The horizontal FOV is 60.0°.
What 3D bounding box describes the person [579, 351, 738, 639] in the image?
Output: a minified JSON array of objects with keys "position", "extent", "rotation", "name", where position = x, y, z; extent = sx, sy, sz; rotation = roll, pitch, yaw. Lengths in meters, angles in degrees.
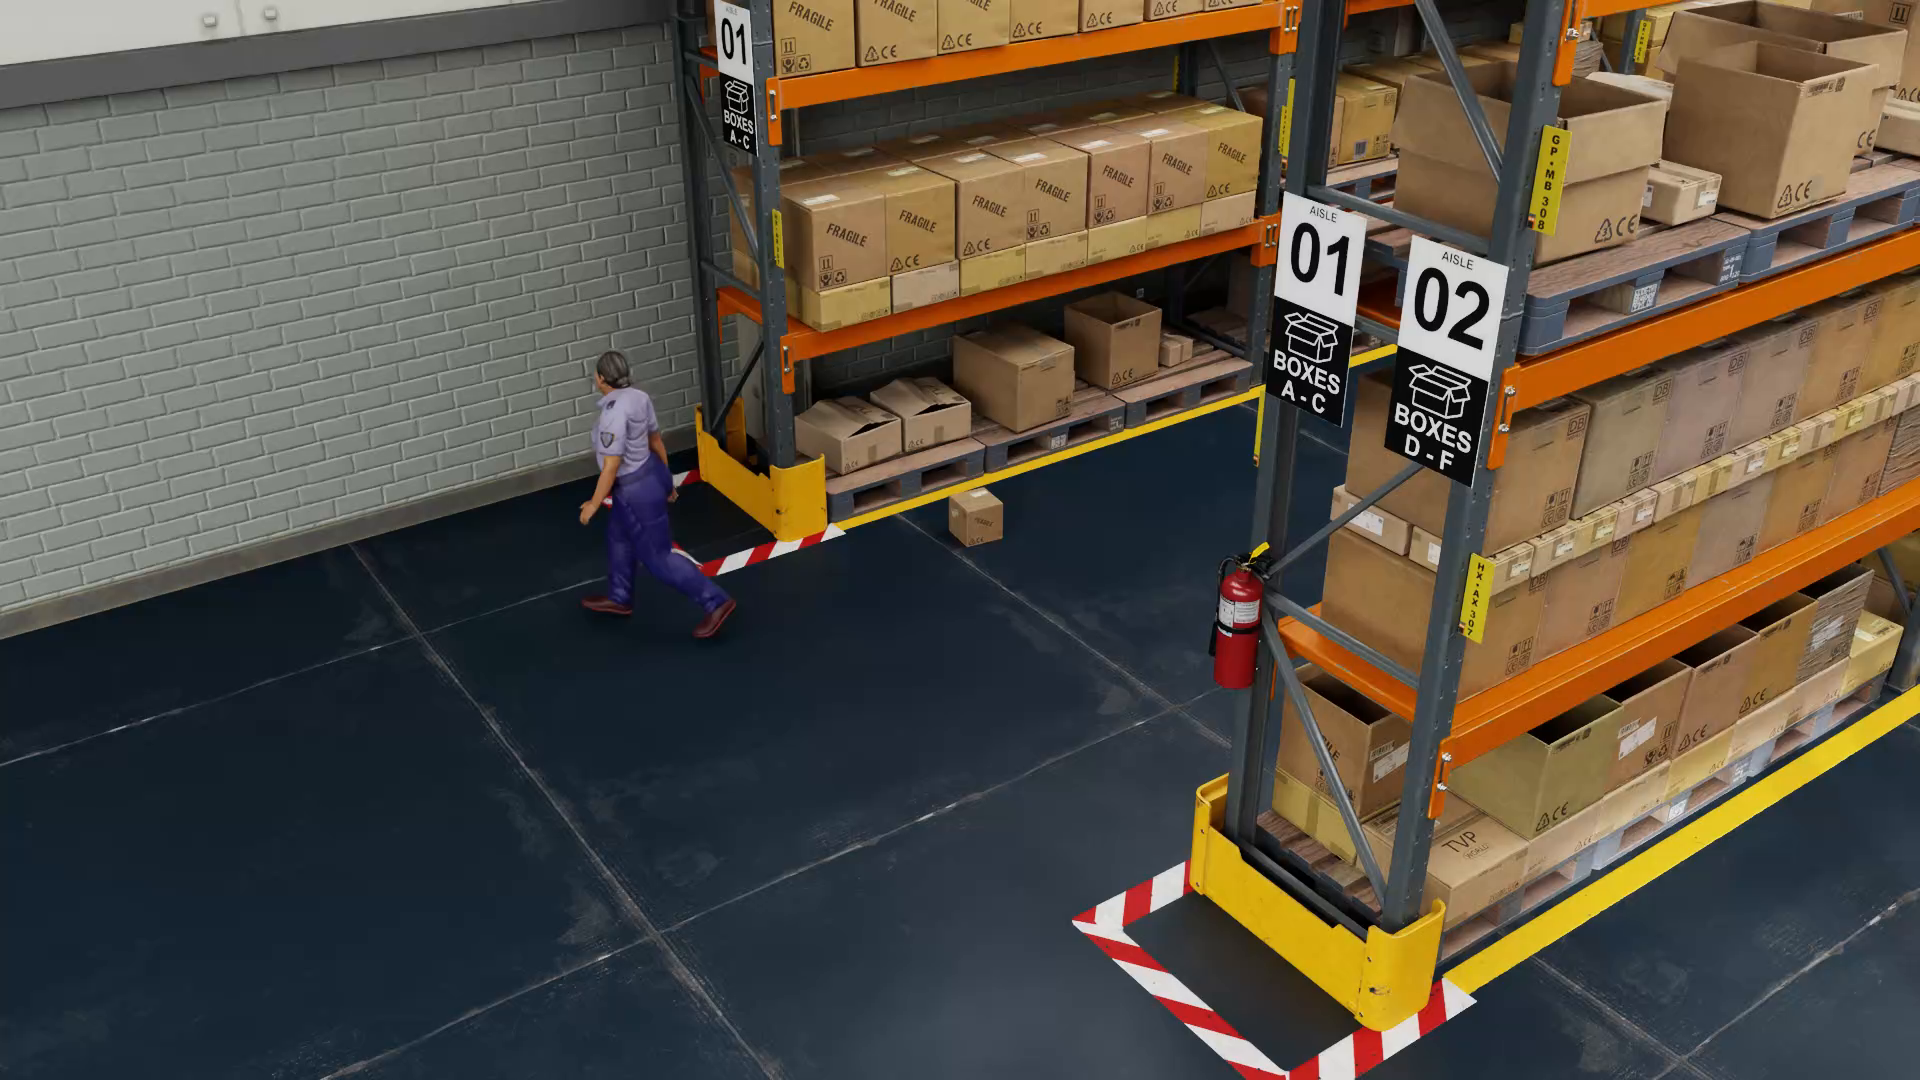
[{"position":[-1.704,-0.251,9.117],"extent":[0.961,1.601,0.567],"rotation":[4,29,6],"name":"person"}]
